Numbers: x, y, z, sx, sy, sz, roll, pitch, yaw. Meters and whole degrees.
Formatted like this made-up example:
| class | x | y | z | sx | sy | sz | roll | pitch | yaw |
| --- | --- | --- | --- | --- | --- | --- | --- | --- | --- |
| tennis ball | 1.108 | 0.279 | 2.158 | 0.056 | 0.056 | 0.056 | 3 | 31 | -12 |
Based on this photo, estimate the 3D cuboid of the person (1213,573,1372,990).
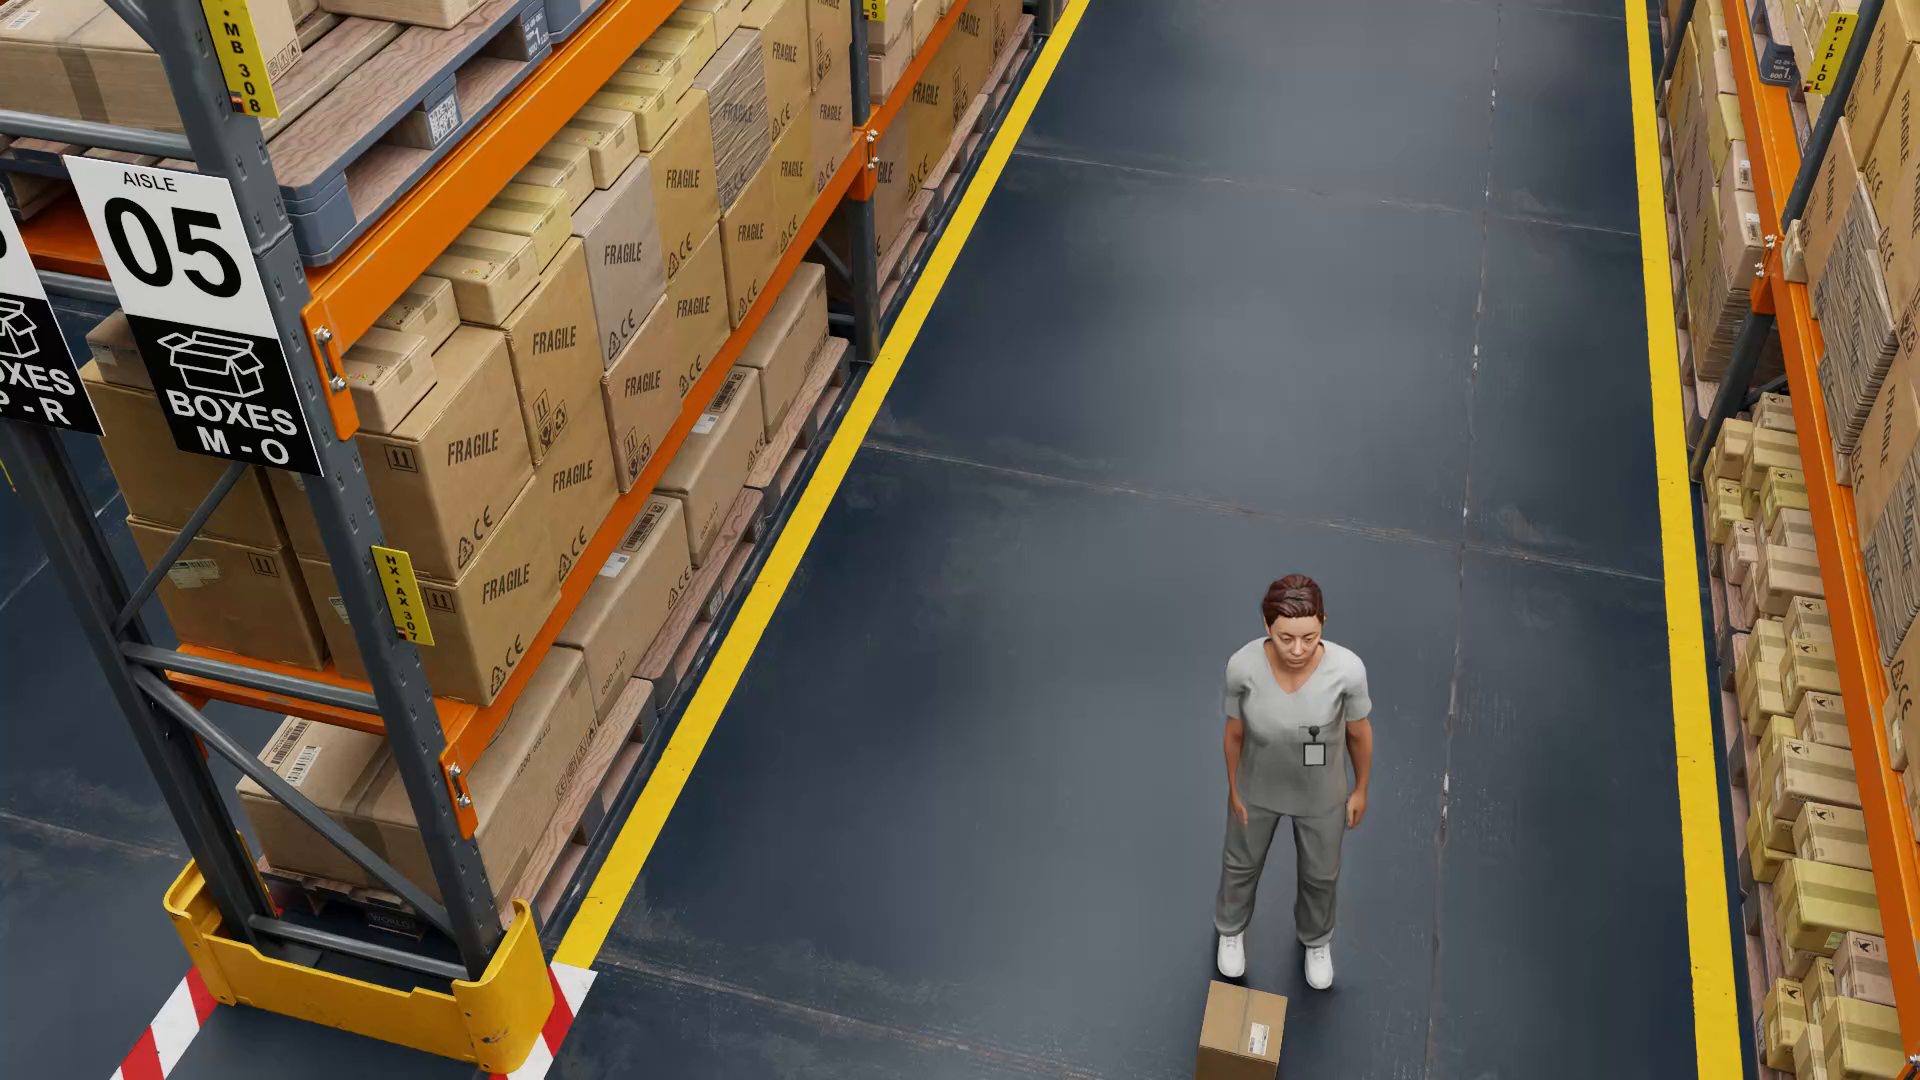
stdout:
| class | x | y | z | sx | sy | sz | roll | pitch | yaw |
| --- | --- | --- | --- | --- | --- | --- | --- | --- | --- |
| person | 1.048 | 0.788 | 5.254 | 0.517 | 1.674 | 0.365 | 11 | 42 | 12 |
